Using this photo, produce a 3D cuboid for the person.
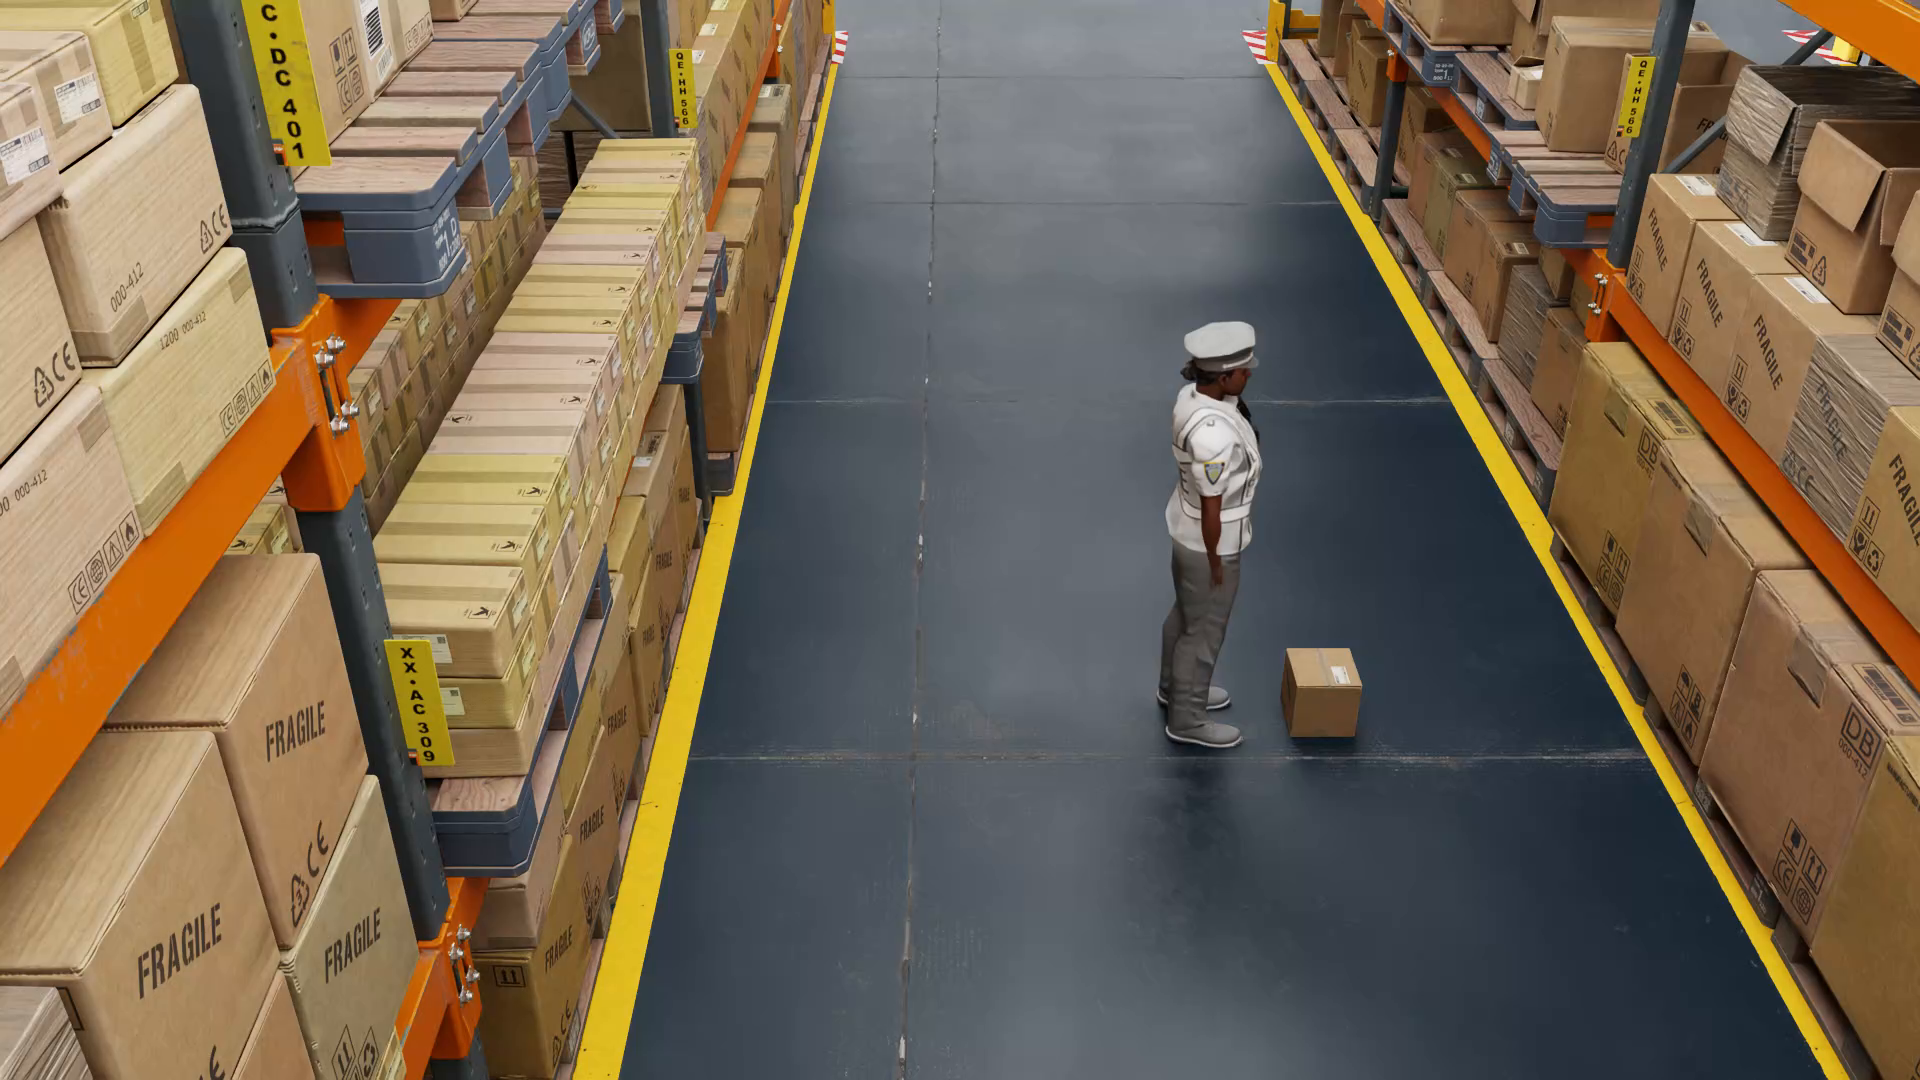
[{"bbox_3d":[0.923,-0.011,6.146,0.344,1.682,0.442,1,32,1],"label":"person"}]
